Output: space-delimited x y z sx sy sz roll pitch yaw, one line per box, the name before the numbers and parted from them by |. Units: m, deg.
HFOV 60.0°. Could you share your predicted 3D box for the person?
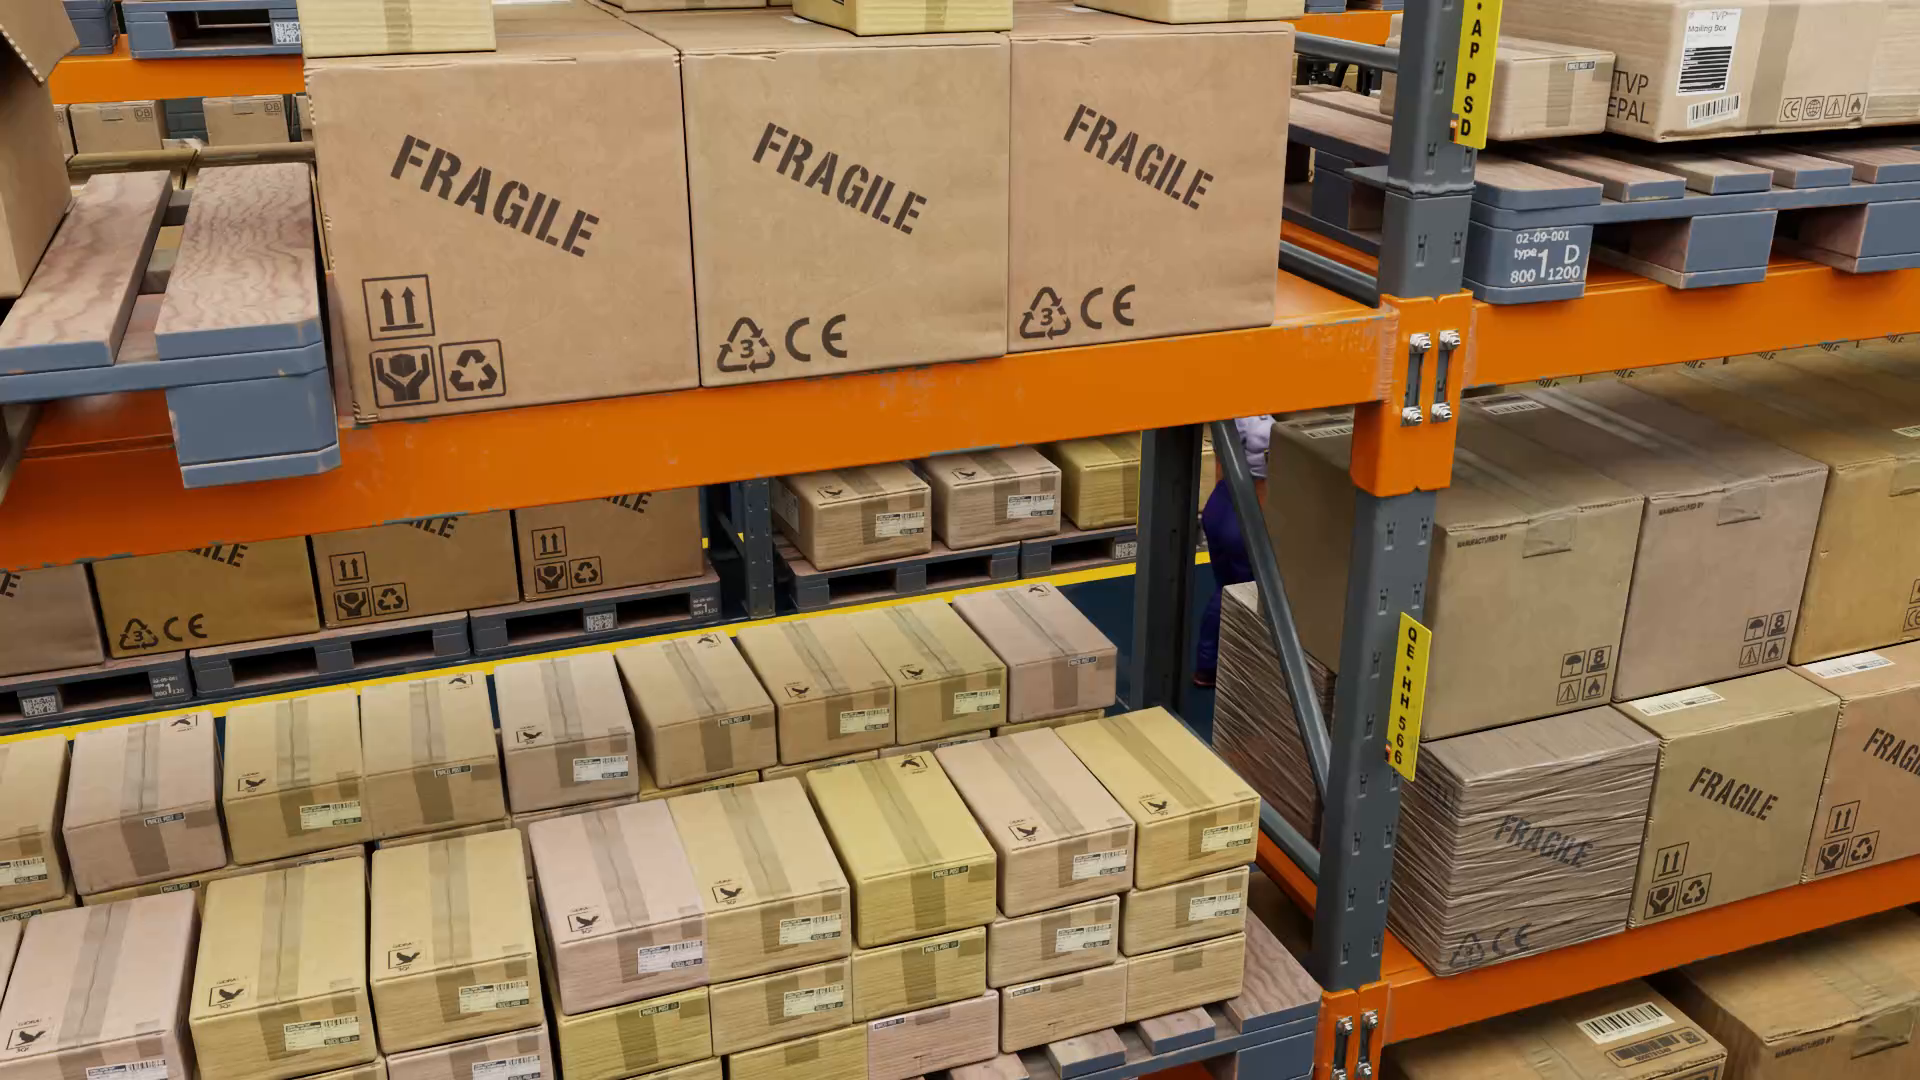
person | 1.253 -0.063 7.273 0.342 1.645 0.470 -8 24 -18
